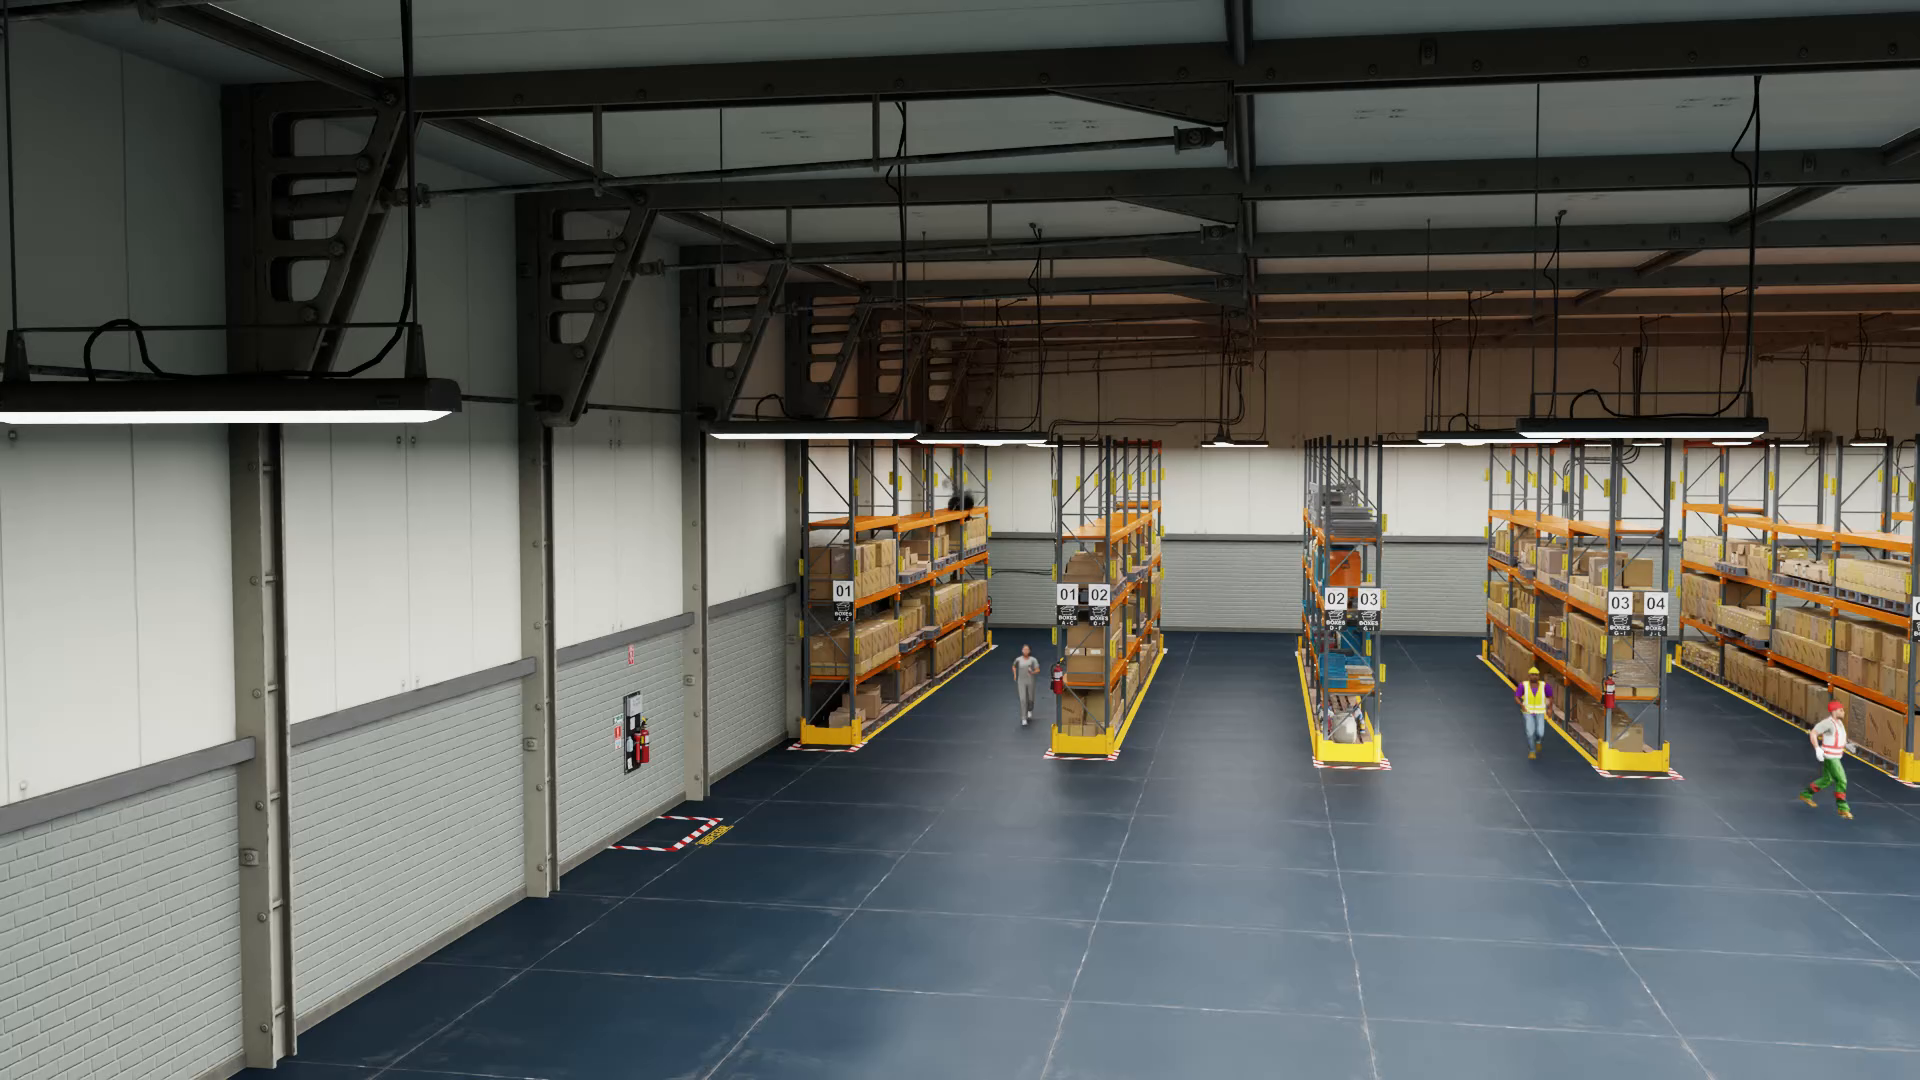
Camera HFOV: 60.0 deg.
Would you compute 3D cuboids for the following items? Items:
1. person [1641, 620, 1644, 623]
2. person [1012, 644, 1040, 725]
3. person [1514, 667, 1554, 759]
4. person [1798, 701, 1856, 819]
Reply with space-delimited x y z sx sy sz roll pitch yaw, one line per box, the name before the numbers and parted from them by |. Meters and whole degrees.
person | 17.970 2.402 44.761 1.119 1.717 0.773 -3 4 -40
person | 1.377 3.004 34.796 0.574 1.637 0.929 0 3 2
person | 10.640 3.208 30.809 0.700 1.706 0.597 1 3 16
person | 13.639 3.443 26.118 0.880 1.850 0.669 3 4 45
